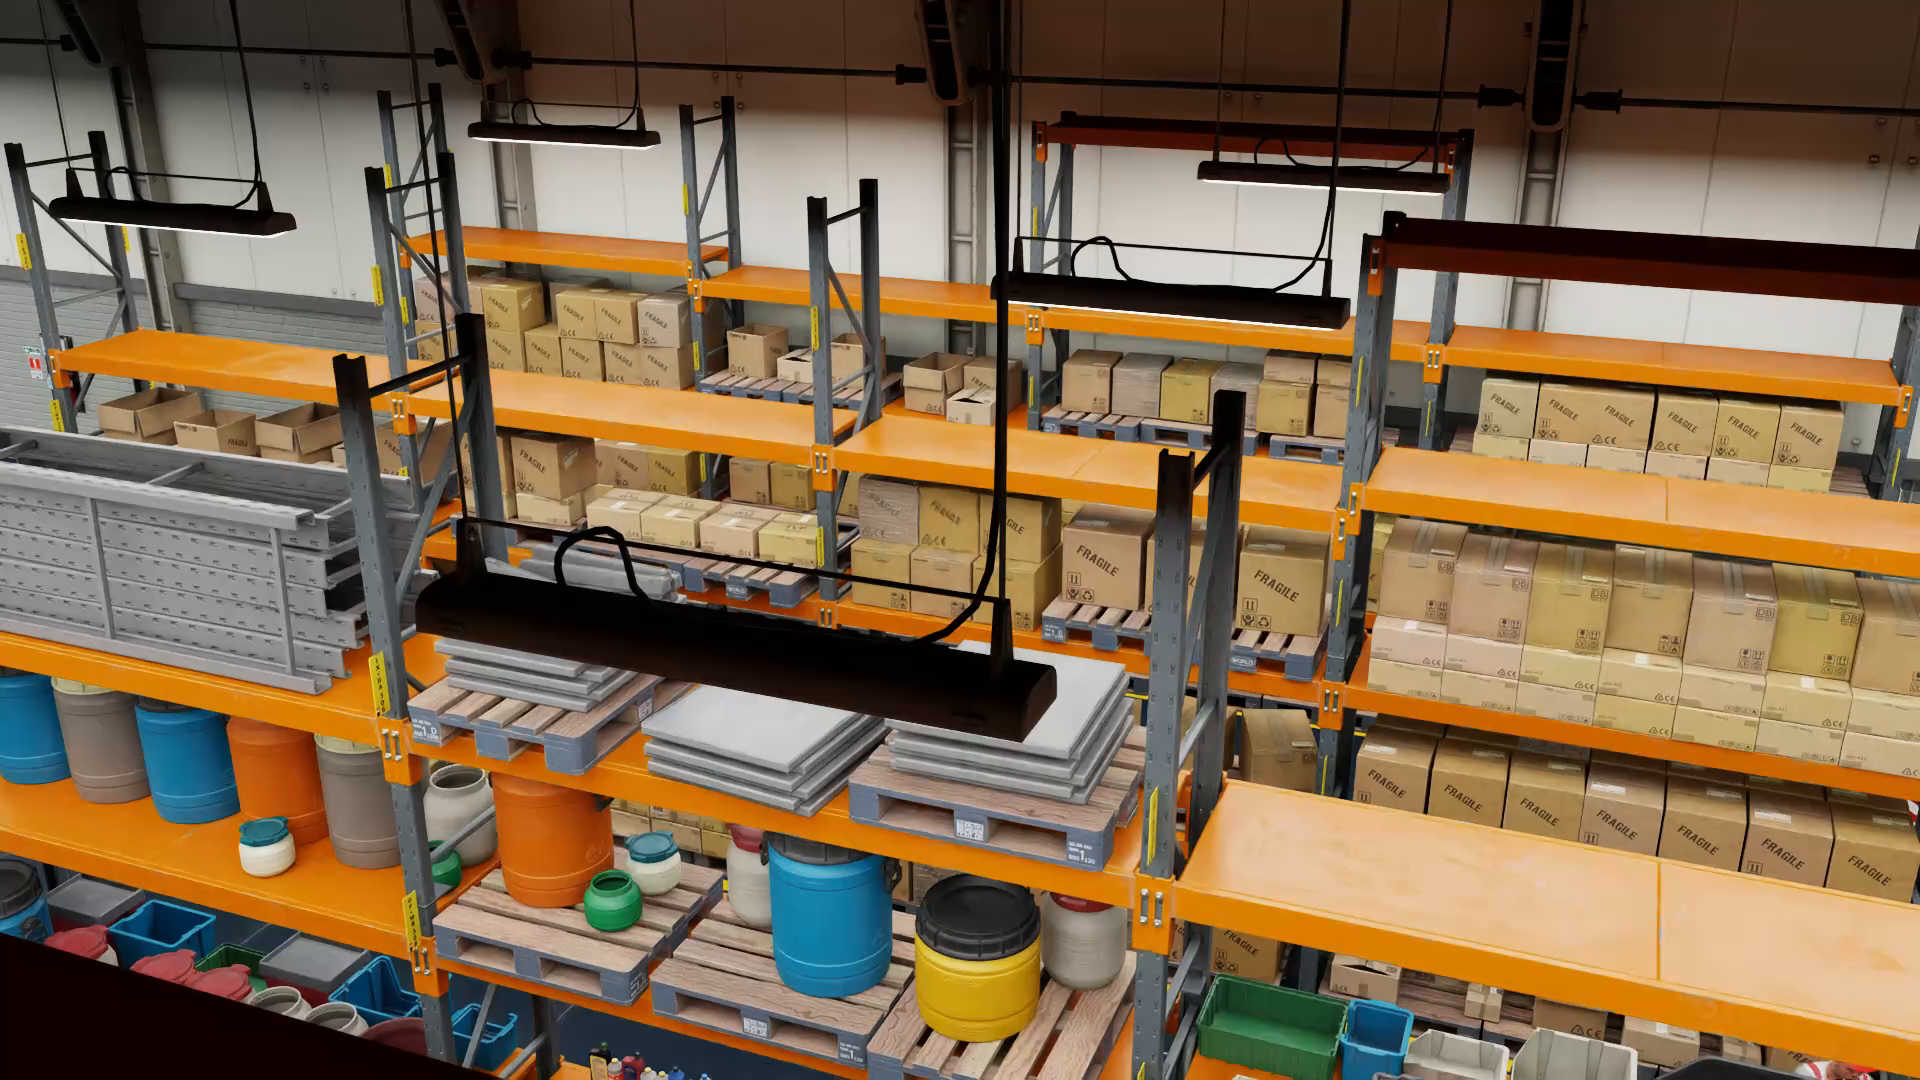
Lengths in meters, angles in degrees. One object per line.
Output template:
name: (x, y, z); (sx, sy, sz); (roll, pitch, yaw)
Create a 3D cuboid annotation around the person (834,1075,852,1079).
person: (-0.586, 3.483, 10.908); (1.033, 1.624, 0.471); (7, 22, 18)

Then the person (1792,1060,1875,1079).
person: (5.202, 3.737, 10.079); (0.627, 1.816, 0.433); (0, 21, 1)
